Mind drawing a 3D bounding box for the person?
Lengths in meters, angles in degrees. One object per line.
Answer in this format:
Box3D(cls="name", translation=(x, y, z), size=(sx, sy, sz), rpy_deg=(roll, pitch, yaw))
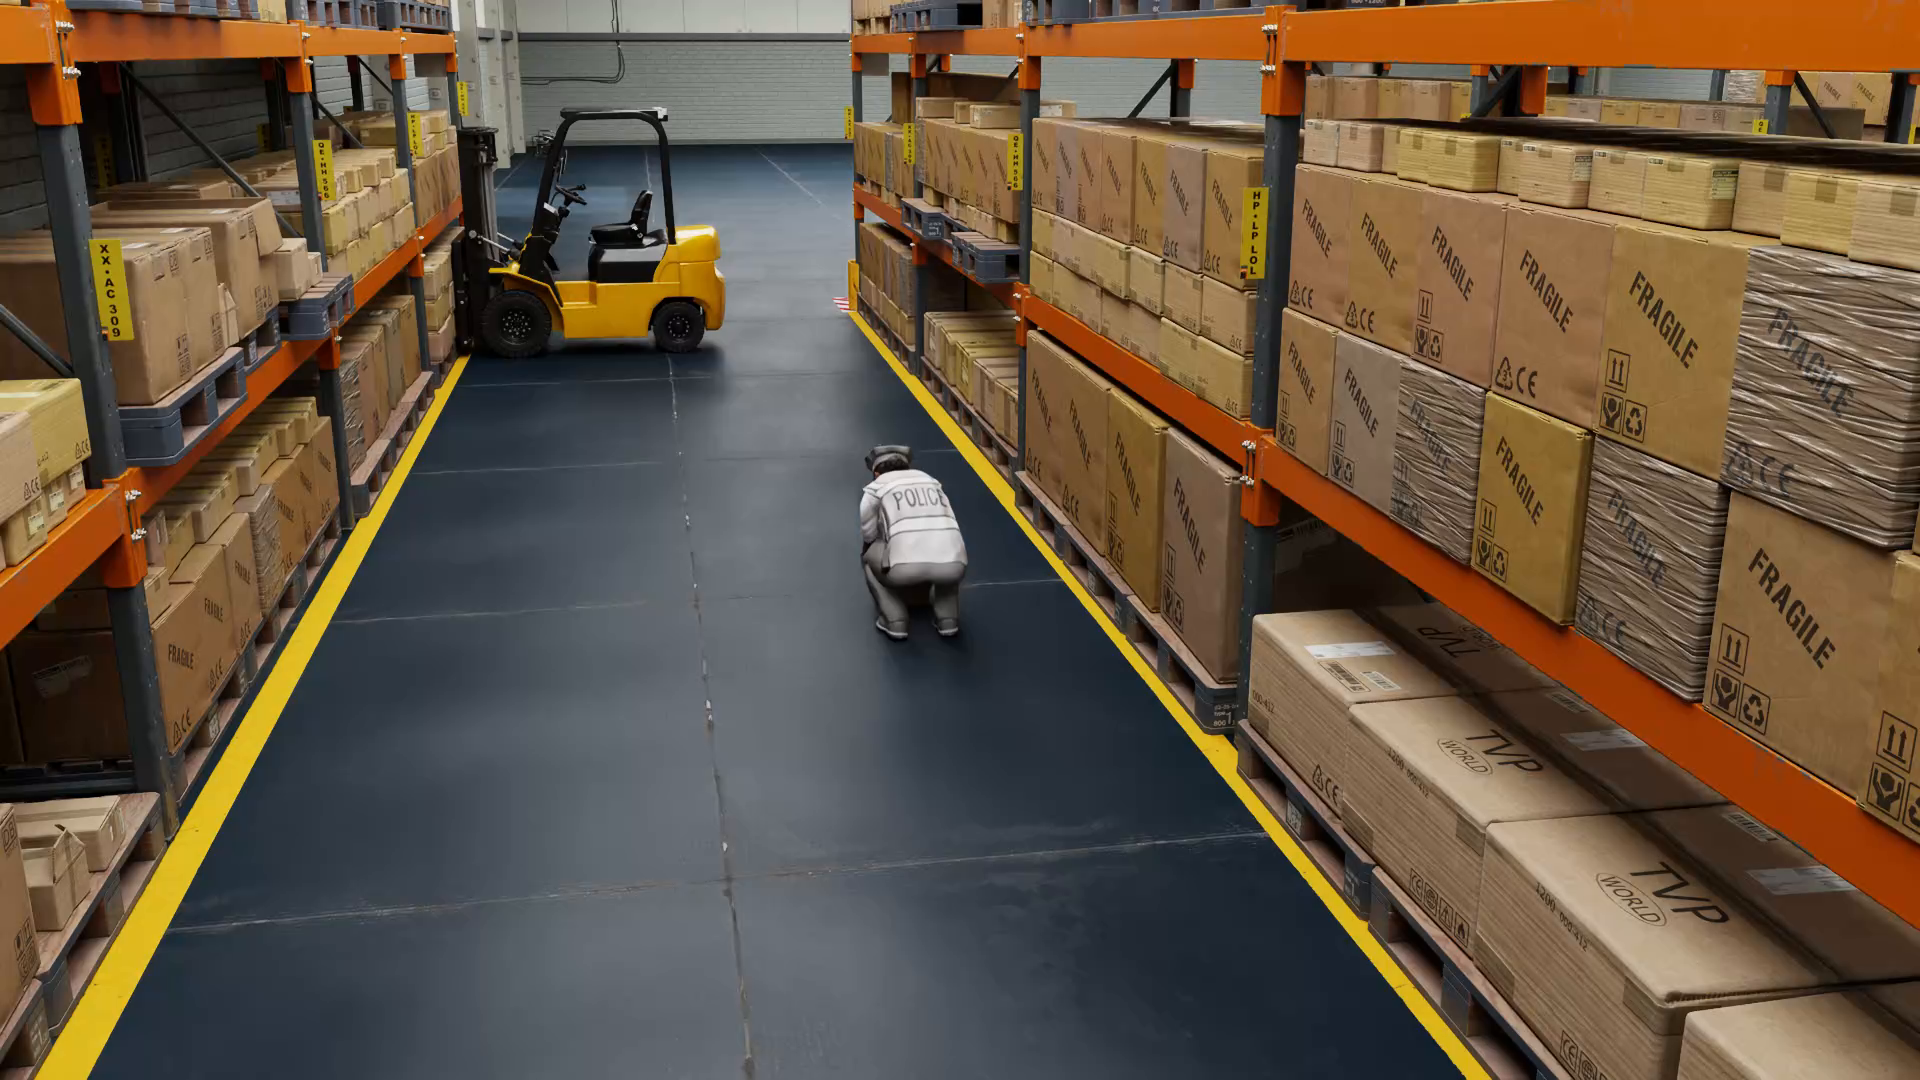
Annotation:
Box3D(cls="person", translation=(-0.231, 0.011, 8.030), size=(0.480, 0.848, 0.871), rpy_deg=(-3, 17, -10))
